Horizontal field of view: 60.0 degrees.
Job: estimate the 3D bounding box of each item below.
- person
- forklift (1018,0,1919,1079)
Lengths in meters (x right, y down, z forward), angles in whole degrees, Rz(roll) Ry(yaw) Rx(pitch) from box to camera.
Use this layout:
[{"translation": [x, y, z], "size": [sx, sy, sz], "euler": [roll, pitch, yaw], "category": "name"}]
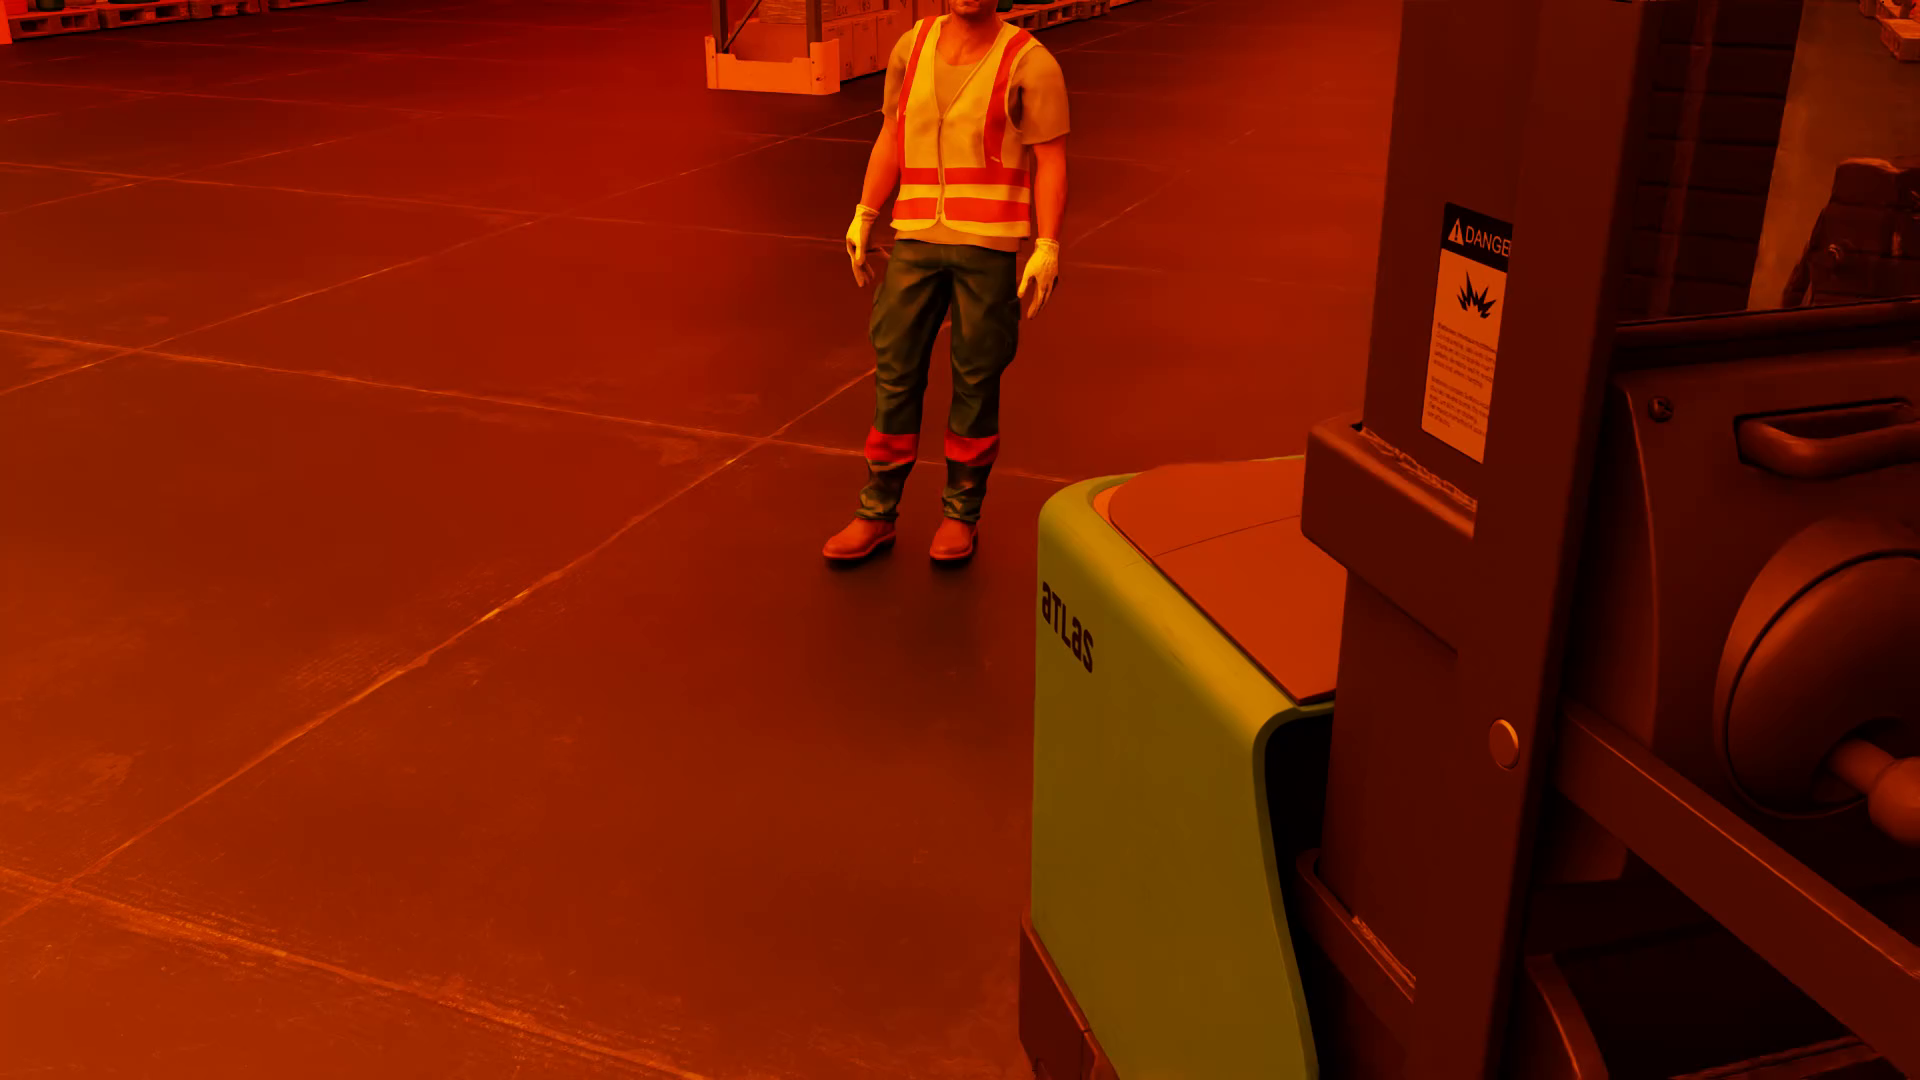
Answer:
[{"translation": [-0.042, -0.805, 4.680], "size": [0.637, 1.790, 0.562], "euler": [9, 24, 21], "category": "person"}, {"translation": [1.020, 0.037, 1.205], "size": [1.130, 2.935, 3.031], "euler": [-7, 24, -16], "category": "forklift"}]
